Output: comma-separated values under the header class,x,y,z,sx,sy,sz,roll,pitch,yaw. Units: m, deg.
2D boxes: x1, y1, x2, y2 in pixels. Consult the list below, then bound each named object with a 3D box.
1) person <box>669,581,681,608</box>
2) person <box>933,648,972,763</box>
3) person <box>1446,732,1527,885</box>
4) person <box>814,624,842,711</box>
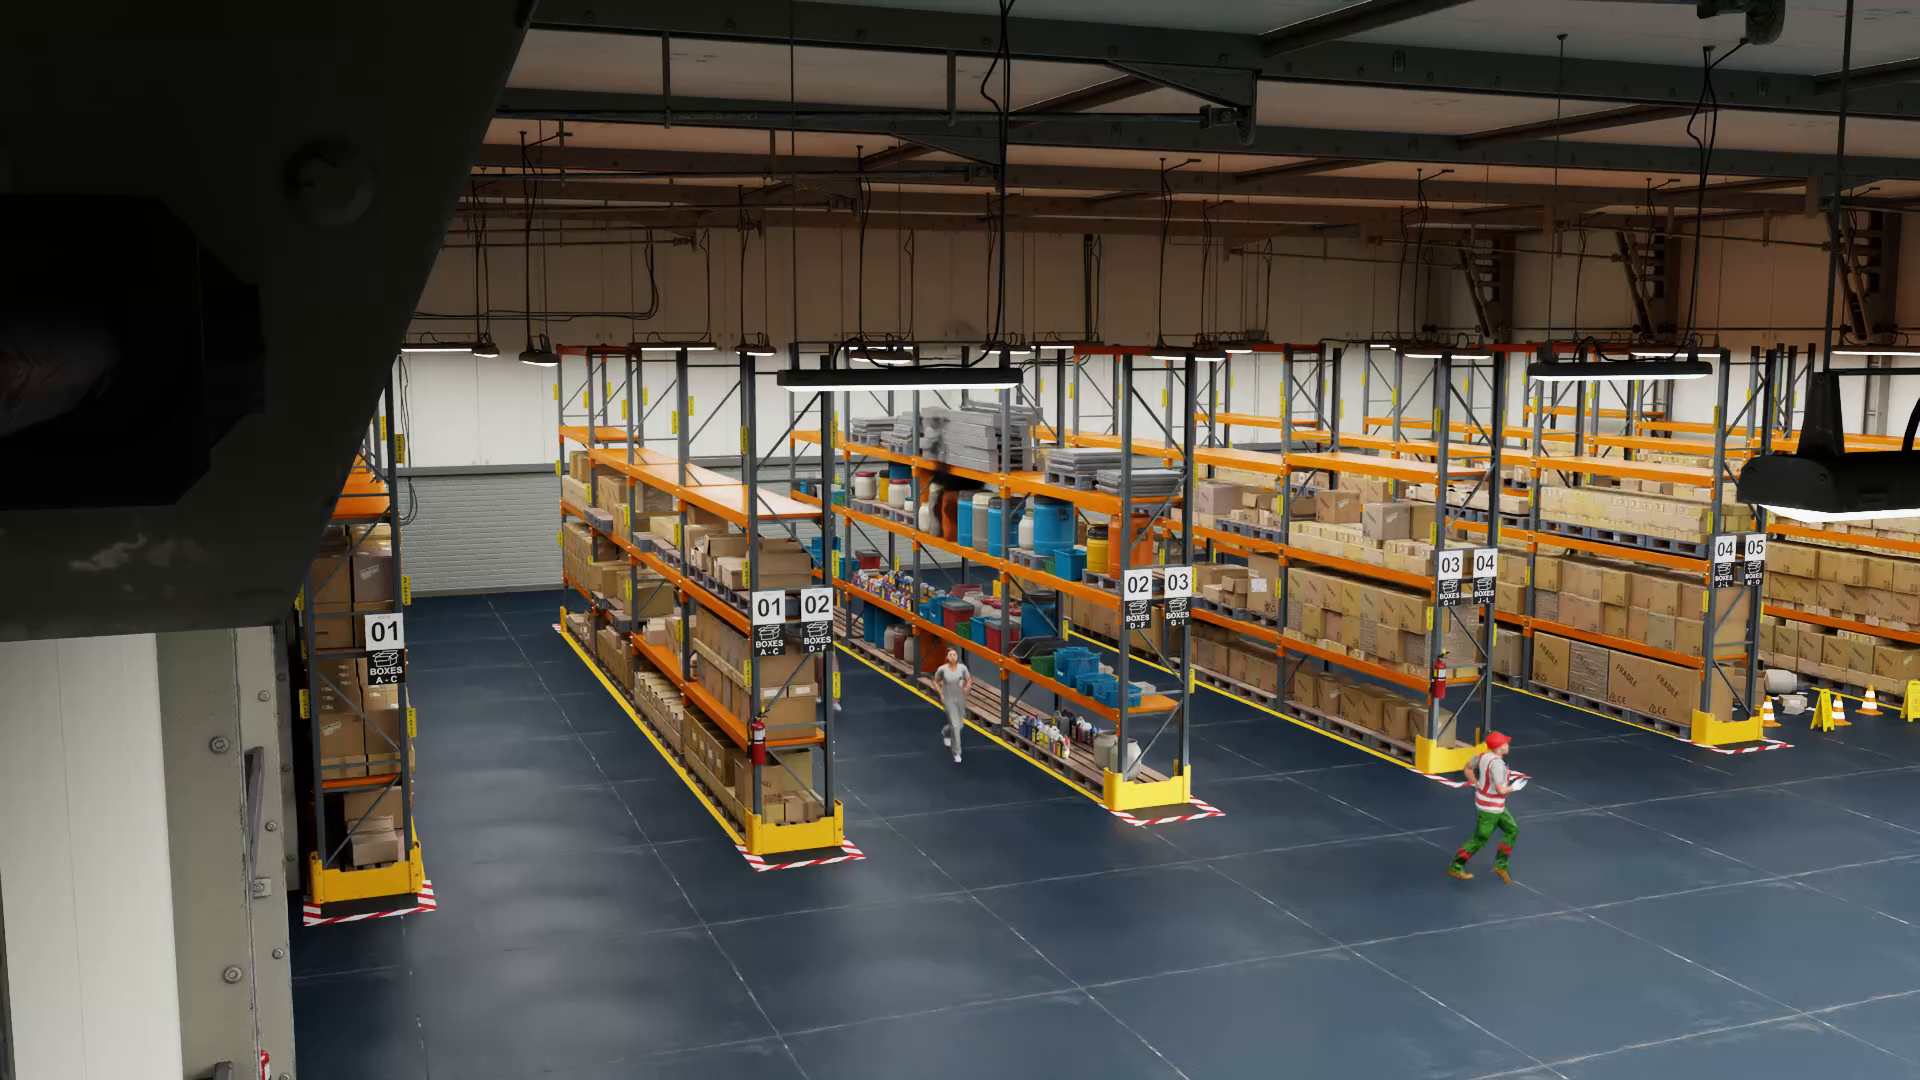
class,x,y,z,sx,sy,sz,roll,pitch,yaw
person,-5.784,1.094,34.621,0.671,1.729,0.823,-4,8,-29
person,-0.101,2.403,24.612,0.563,1.660,0.802,-2,8,-16
person,5.973,3.071,18.858,0.825,1.823,0.631,1,7,9
person,-2.274,1.977,27.827,0.561,1.710,0.774,-4,8,-31
